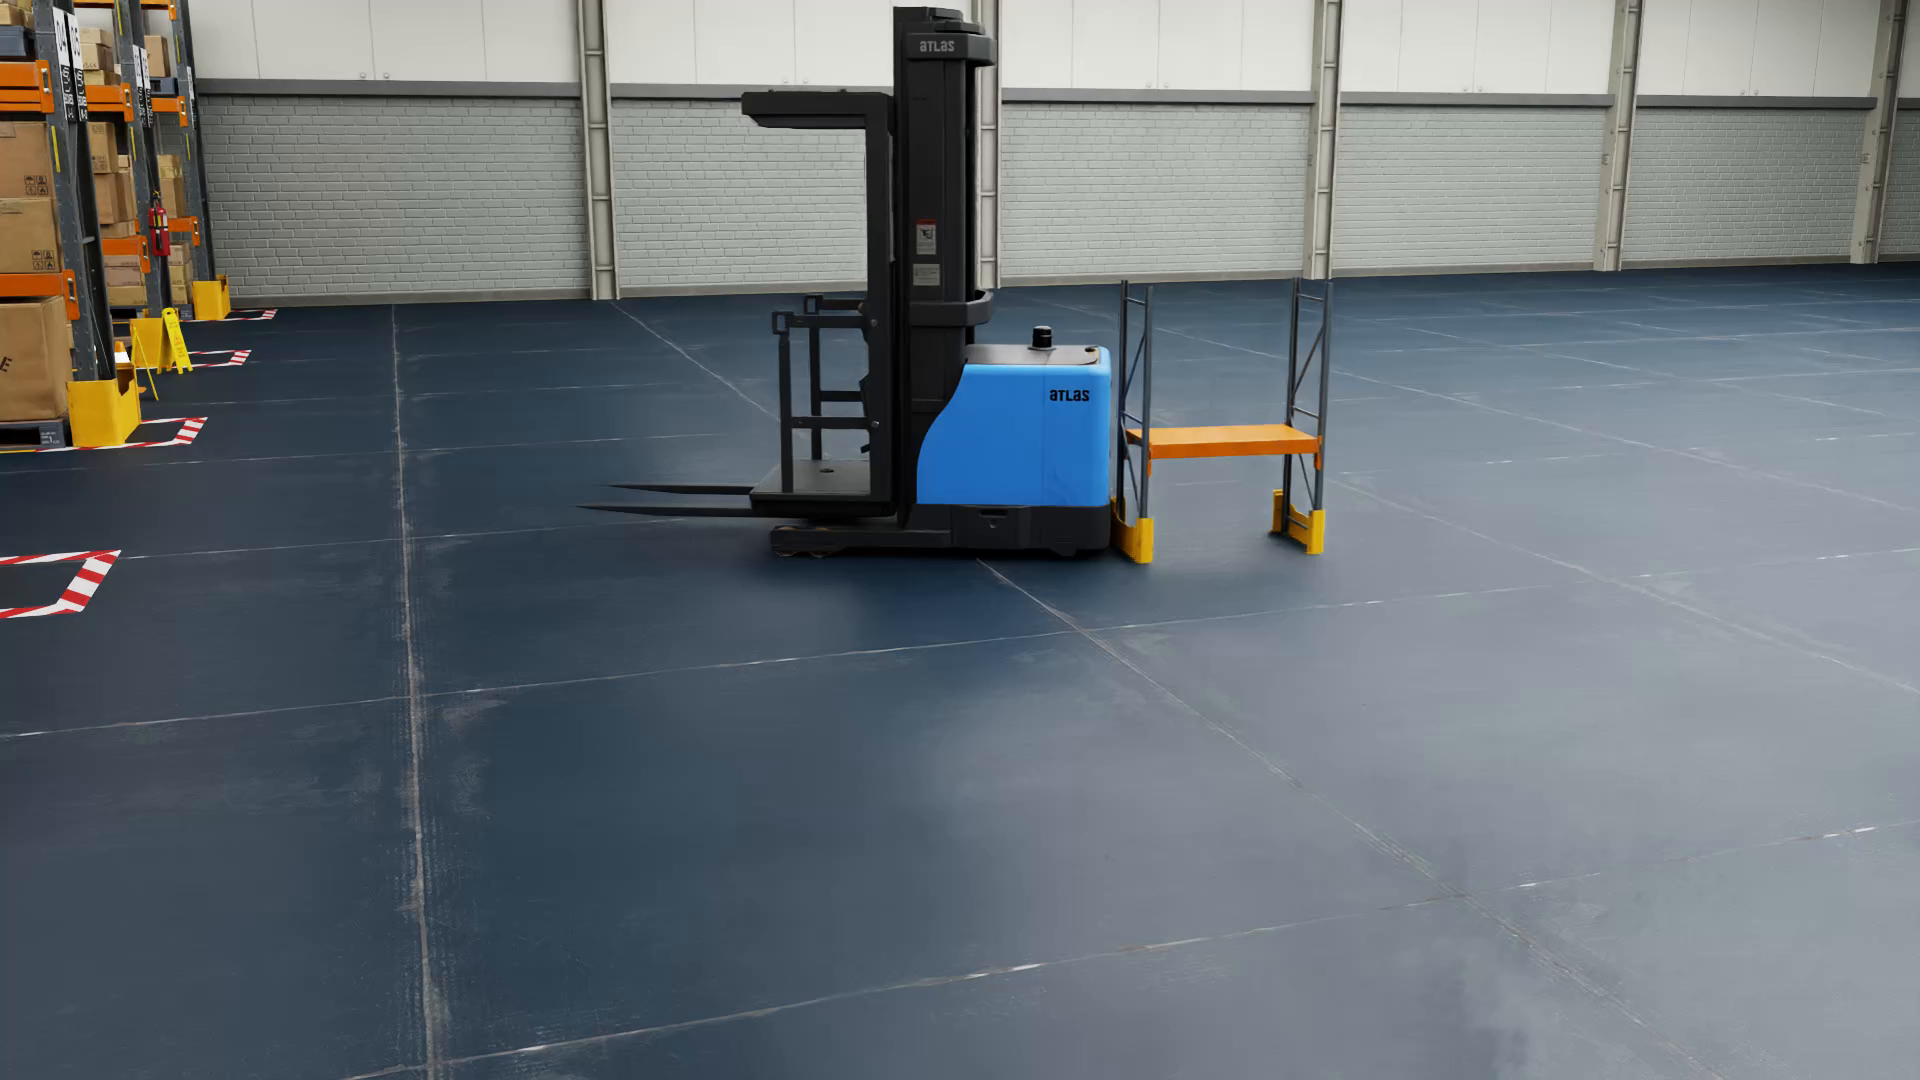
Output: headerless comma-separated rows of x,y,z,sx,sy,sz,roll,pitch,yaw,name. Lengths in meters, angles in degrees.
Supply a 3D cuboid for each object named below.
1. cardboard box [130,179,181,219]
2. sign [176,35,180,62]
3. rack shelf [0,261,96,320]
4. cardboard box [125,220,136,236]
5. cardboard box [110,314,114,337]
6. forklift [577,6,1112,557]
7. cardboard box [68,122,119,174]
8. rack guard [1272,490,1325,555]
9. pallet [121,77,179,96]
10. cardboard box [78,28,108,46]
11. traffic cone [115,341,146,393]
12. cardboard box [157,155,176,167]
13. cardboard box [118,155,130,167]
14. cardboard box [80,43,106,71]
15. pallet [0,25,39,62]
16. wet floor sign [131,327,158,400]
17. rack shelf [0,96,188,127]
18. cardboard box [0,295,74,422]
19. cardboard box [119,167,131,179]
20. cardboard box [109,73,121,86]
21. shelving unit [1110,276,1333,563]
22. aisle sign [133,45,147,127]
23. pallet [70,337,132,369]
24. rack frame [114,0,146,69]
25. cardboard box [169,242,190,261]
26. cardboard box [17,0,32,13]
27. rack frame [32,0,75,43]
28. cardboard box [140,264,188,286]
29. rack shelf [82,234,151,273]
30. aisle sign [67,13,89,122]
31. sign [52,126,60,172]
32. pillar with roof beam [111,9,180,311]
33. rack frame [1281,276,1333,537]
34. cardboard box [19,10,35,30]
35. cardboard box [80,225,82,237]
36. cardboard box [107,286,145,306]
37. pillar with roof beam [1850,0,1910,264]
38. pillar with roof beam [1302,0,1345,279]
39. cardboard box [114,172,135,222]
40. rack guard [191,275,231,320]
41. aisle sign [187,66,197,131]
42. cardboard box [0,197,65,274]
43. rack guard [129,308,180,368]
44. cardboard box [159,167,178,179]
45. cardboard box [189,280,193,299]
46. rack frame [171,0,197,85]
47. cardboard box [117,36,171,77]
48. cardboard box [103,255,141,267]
-10.397,-4.413,21.496,0.500,0.500,0.500,-5,14,-19,cardboard box
-9.854,-6.189,20.957,0.005,0.325,0.100,-4,14,-18,sign
-8.649,-1.794,12.257,4.000,0.370,1.077,-4,14,-18,rack shelf
-8.816,-3.268,17.441,0.250,0.149,0.380,-4,14,-18,cardboard box
-9.280,-2.237,17.601,0.500,0.250,0.500,-5,14,-19,cardboard box
-0.649,-1.450,9.405,3.031,2.935,1.130,1,13,4,forklift
-8.842,-3.964,16.805,0.500,0.500,0.700,-5,14,-19,cardboard box
1.939,-0.107,9.551,0.087,0.250,0.587,-3,14,-11,rack guard
-10.693,-5.828,21.370,1.213,0.211,1.003,-4,14,-18,pallet
-8.654,-5.005,16.539,0.250,0.149,0.380,-4,14,-18,cardboard box
-7.747,-1.602,15.379,0.334,0.463,0.336,-4,14,-18,traffic cone
-10.287,-4.894,21.476,0.250,0.149,0.380,-4,14,-18,cardboard box
-10.750,-4.844,21.264,0.250,0.149,0.380,-4,14,-17,cardboard box
-8.827,-4.804,16.555,0.500,0.250,0.500,-5,14,-19,cardboard box
-7.453,-3.651,12.217,1.213,0.211,1.003,-4,14,-18,pallet
-7.357,-1.582,14.901,0.232,0.644,0.267,-7,15,-28,wet floor sign
-11.910,-5.420,21.018,4.000,0.370,1.077,-4,14,-18,rack shelf
-7.375,-1.397,12.720,0.875,0.875,0.875,-4,14,-18,cardboard box
-10.752,-4.704,21.319,0.250,0.149,0.380,-4,14,-17,cardboard box
-8.846,-4.753,17.205,0.250,0.149,0.380,-4,14,-18,cardboard box
1.451,-0.692,9.310,1.083,1.500,0.587,-3,14,-11,shelving unit
-8.276,-4.575,16.778,0.004,0.787,0.394,-4,14,-18,aisle sign
-9.281,-1.955,17.406,1.213,0.211,1.003,-4,14,-18,pallet
-8.428,-6.288,16.632,0.127,3.000,1.000,-4,14,-18,rack frame
-10.530,-3.817,22.082,0.500,0.250,0.500,-5,14,-19,cardboard box
-7.292,-4.096,12.456,0.500,0.250,0.500,-4,14,-18,cardboard box
-6.753,-5.210,12.100,0.127,3.000,1.000,-4,14,-18,rack frame
-10.376,-3.463,21.675,0.500,0.250,0.500,-5,14,-19,cardboard box
-10.323,-2.872,16.789,4.000,0.370,1.077,-4,14,-18,rack shelf
-6.782,-3.627,12.792,0.004,0.787,0.394,-4,14,-18,aisle sign
-6.593,-2.850,12.128,0.005,0.325,0.100,-4,14,-18,sign
-9.589,-6.579,17.854,0.400,9.000,9.100,-4,14,-18,pillar with roof beam
1.958,-0.716,9.410,0.032,1.500,0.500,-3,14,-11,rack frame
-7.180,-3.926,12.605,0.250,0.149,0.380,-4,14,-18,cardboard box
-8.919,-3.130,16.862,0.250,0.149,0.380,-5,14,-19,cardboard box
-10.833,-3.186,21.589,0.500,0.250,0.500,-4,14,-18,cardboard box
18.845,-8.793,27.162,0.400,9.000,9.100,-4,14,-18,pillar with roof beam
7.471,-7.907,23.439,0.400,9.000,9.100,-4,14,-18,pillar with roof beam
-8.965,-3.589,17.389,0.500,0.500,0.500,-5,14,-19,cardboard box
-9.992,-3.244,22.199,0.348,0.500,1.175,-4,14,-18,rack guard
-9.858,-5.663,21.351,0.004,0.787,0.394,-4,14,-18,aisle sign
-7.090,-2.327,12.620,0.550,0.550,0.875,-4,14,-18,cardboard box
-8.500,-2.148,17.592,0.348,0.500,1.175,-4,14,-18,rack guard
-10.254,-4.735,21.450,0.250,0.149,0.380,-4,14,-17,cardboard box
-10.542,-3.331,22.200,0.500,0.250,0.500,-4,14,-18,cardboard box
-10.014,-7.377,21.208,0.127,3.000,1.000,-4,14,-18,rack frame
-10.356,-6.133,21.121,0.500,0.500,0.500,-4,14,-16,cardboard box
-10.833,-3.670,21.462,0.500,0.250,0.500,-4,14,-17,cardboard box
